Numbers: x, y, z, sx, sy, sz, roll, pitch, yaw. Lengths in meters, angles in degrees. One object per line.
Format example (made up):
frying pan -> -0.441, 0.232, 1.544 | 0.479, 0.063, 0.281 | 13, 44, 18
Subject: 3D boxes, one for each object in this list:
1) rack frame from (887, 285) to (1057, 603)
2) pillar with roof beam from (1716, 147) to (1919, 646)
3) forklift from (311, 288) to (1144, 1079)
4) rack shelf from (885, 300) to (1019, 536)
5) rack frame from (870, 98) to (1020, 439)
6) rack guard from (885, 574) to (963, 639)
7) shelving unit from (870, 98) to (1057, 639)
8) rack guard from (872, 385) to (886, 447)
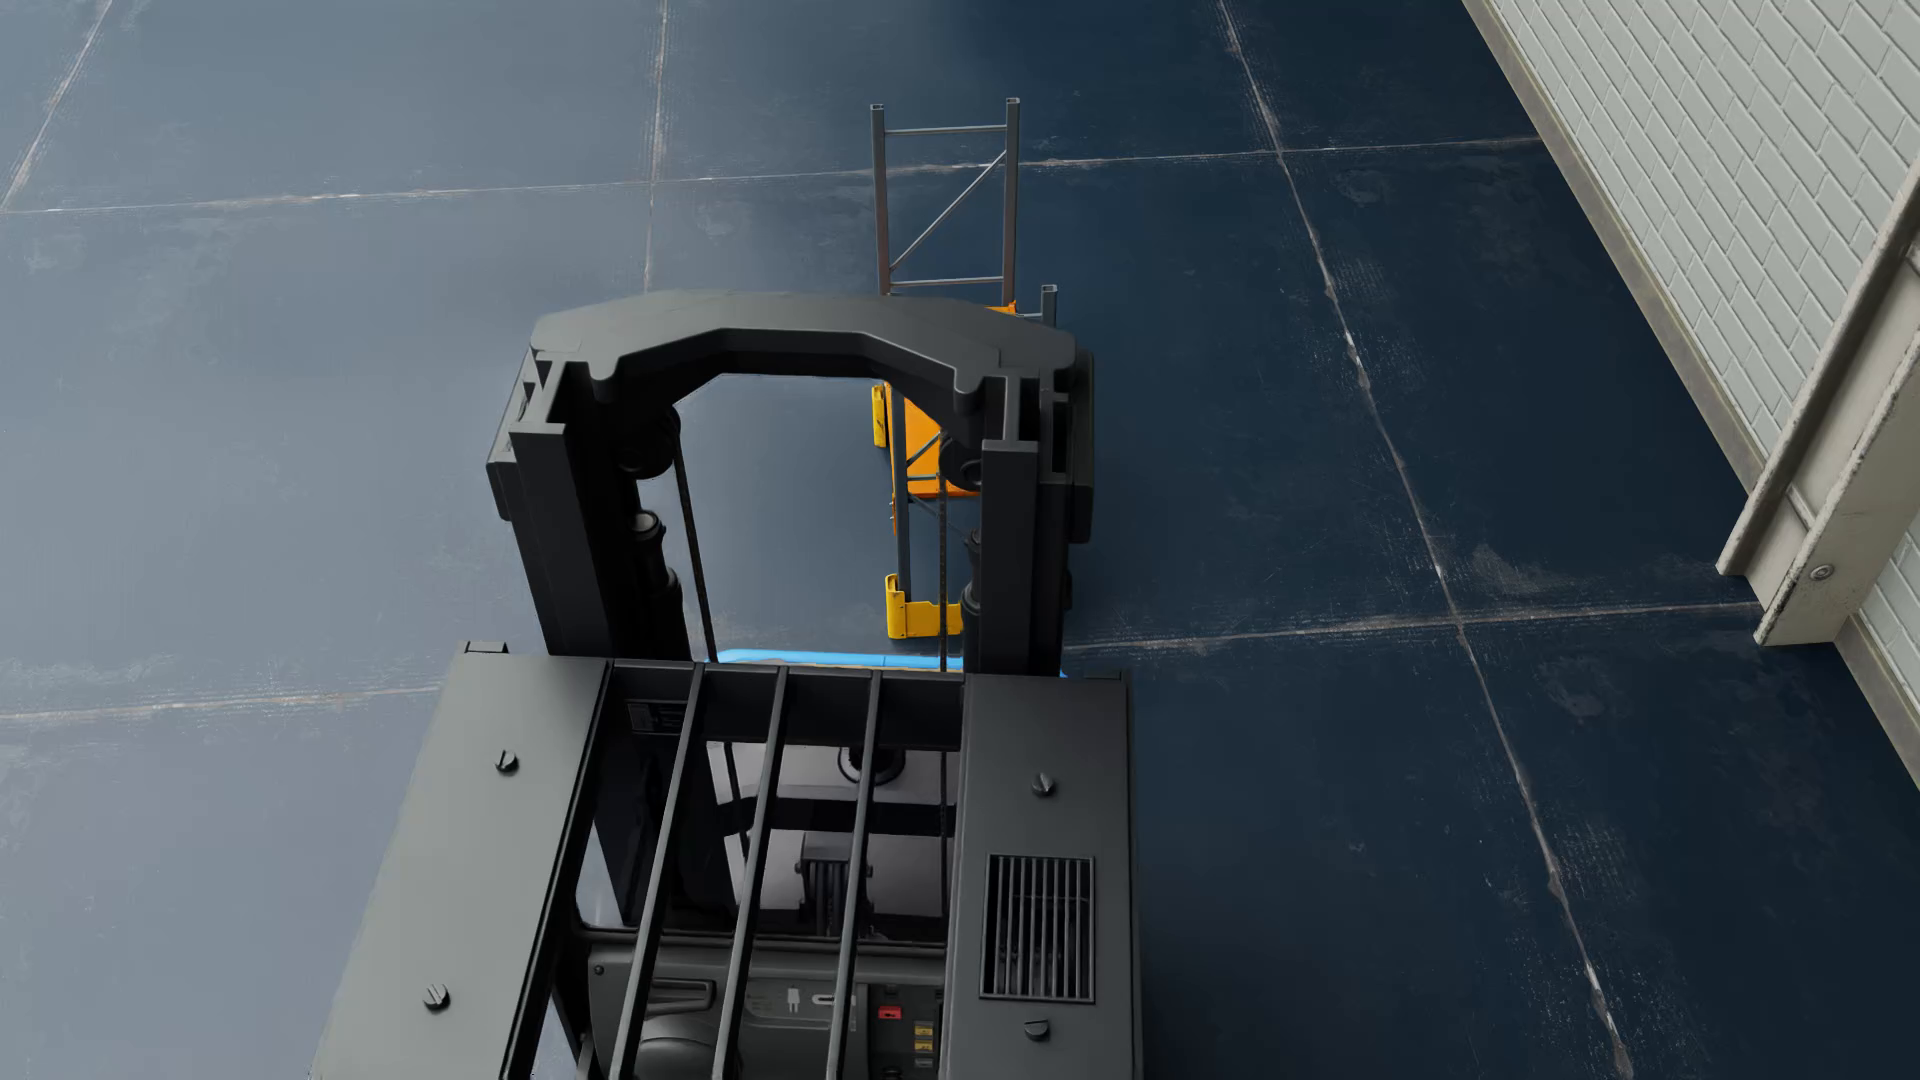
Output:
rack frame -> 0.035, -0.210, 5.416 | 0.500, 1.500, 0.032 | -3, 47, -3
pillar with roof beam -> -1.321, -2.610, 2.524 | 9.100, 9.000, 0.400 | -3, 47, -3
forklift -> -0.283, 1.110, 3.180 | 1.130, 2.935, 3.031 | 2, 47, 2
rack shelf -> -0.007, -0.454, 5.895 | 0.538, 0.185, 1.000 | -3, 47, -3
rack frame -> -0.050, -0.945, 6.112 | 0.500, 1.500, 0.032 | -3, 47, -3
rack guard -> 0.035, 0.219, 5.870 | 0.587, 0.250, 0.087 | -3, 47, -3
shelving unit -> -0.006, -0.571, 5.758 | 0.587, 1.500, 1.083 | -3, 47, -3
rack guard -> -0.048, -0.501, 6.553 | 0.587, 0.250, 0.087 | -3, 47, -3
